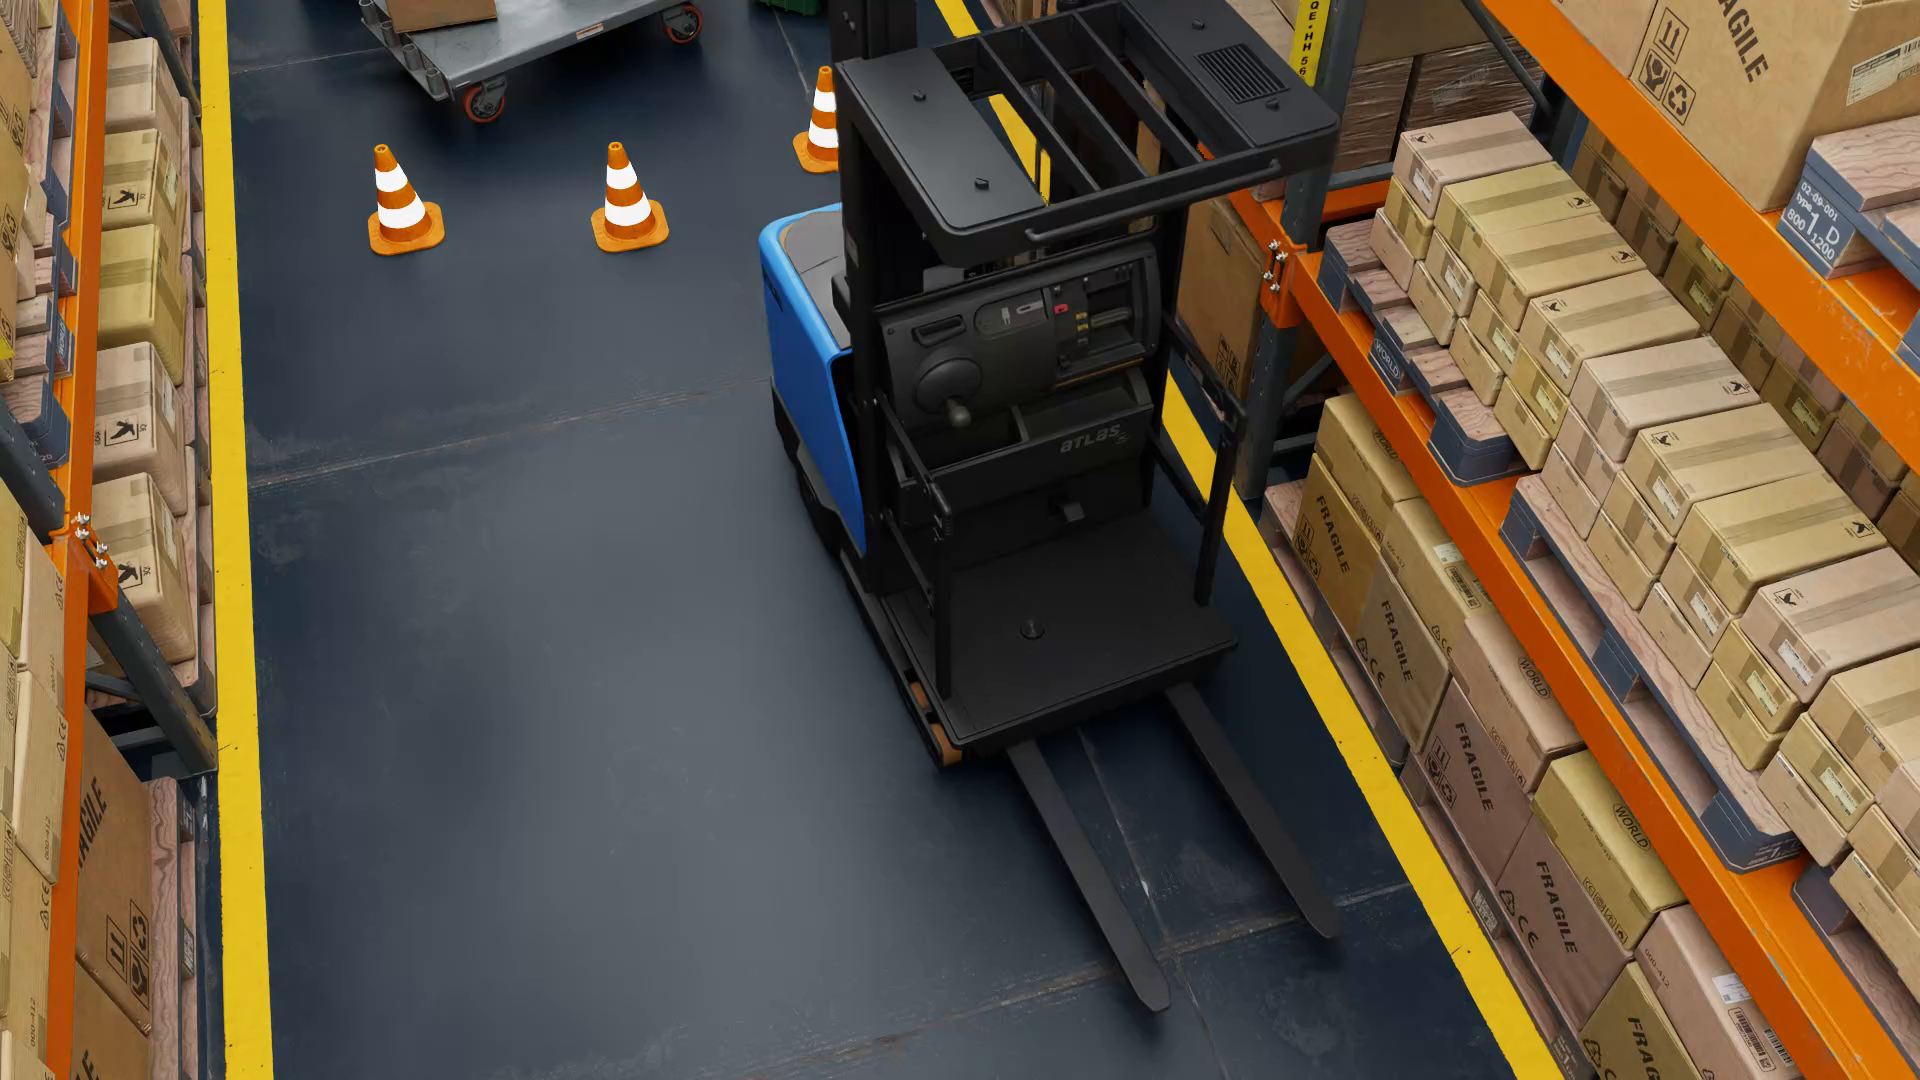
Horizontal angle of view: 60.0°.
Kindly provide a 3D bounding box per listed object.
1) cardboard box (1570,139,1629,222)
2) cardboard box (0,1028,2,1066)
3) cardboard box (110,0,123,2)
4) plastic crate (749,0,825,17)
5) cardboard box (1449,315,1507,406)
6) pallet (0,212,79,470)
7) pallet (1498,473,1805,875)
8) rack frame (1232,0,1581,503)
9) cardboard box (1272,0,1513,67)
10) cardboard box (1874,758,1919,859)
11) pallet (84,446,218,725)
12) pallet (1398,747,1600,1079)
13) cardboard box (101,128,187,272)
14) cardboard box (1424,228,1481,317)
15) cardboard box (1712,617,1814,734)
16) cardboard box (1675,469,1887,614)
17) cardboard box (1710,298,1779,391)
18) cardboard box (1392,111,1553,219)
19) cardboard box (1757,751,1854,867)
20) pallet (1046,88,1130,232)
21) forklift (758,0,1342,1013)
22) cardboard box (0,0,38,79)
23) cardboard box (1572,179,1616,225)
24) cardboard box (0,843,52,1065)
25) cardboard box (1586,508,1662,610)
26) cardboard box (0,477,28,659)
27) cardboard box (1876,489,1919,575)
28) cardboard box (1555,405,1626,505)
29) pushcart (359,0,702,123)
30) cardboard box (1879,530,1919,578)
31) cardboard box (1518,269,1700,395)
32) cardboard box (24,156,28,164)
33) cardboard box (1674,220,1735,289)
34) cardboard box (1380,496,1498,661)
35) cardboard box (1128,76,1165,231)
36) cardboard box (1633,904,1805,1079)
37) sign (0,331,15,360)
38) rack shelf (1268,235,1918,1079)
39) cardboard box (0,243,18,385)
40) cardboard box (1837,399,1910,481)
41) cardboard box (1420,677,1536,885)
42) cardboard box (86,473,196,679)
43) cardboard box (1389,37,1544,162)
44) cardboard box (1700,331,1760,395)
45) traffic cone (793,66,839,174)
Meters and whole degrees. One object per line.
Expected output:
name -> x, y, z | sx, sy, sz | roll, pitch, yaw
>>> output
cardboard box -> 2.176, -1.169, 5.258 | 0.380, 0.149, 0.250 | -12, 51, -10
cardboard box -> -2.238, 1.222, 3.318 | 0.500, 0.250, 0.500 | -15, 51, -12
cardboard box -> -4.203, -2.987, 8.130 | 0.500, 0.500, 0.500 | -11, 51, -9
plastic crate -> -0.891, -3.141, 9.027 | 0.450, 0.188, 0.662 | 16, 51, 0
cardboard box -> 1.694, -0.565, 4.944 | 0.380, 0.149, 0.250 | -11, 51, -9
pallet -> -3.416, -0.518, 5.140 | 1.213, 0.211, 1.003 | -13, 51, -11
pallet -> 2.220, 0.222, 4.516 | 1.003, 0.211, 1.213 | -13, 51, -11
rack frame -> 1.595, -1.276, 5.654 | 1.000, 3.000, 0.127 | -13, 51, -11
cardboard box -> 1.472, -1.961, 5.511 | 0.700, 0.500, 0.500 | -14, 51, -11
cardboard box -> 2.240, 0.573, 3.595 | 0.380, 0.149, 0.250 | -13, 51, -11
pallet -> -3.333, 0.244, 6.195 | 1.003, 0.211, 1.213 | -13, 51, -11
pallet -> 2.182, 1.083, 5.489 | 1.003, 0.211, 1.213 | -13, 51, -11
cardboard box -> -3.913, -1.386, 7.190 | 0.950, 0.372, 0.625 | -10, 51, -9
cardboard box -> 1.628, -0.830, 4.973 | 0.380, 0.149, 0.250 | -11, 51, -9
cardboard box -> 2.078, 0.287, 4.031 | 0.380, 0.149, 0.250 | -13, 51, -11
cardboard box -> 2.007, 0.002, 4.077 | 0.380, 0.149, 0.250 | -14, 51, -11
cardboard box -> 2.411, -0.600, 4.778 | 0.380, 0.149, 0.250 | -13, 51, -11
cardboard box -> 1.548, -1.138, 5.038 | 0.380, 0.149, 0.250 | -13, 51, -11
cardboard box -> 2.161, 0.588, 3.971 | 0.380, 0.149, 0.250 | -15, 52, -13
pallet -> 1.077, -1.860, 7.969 | 1.003, 0.211, 1.213 | -13, 51, -11
forklift -> 0.291, -0.530, 5.070 | 1.130, 2.935, 3.031 | -18, 52, -15
cardboard box -> -3.480, -1.860, 5.611 | 0.500, 0.500, 0.500 | -15, 52, -12
cardboard box -> 2.180, -1.074, 5.373 | 0.380, 0.149, 0.250 | -13, 51, -10
cardboard box -> -2.406, 1.017, 3.819 | 0.500, 0.250, 0.500 | -14, 51, -11
cardboard box -> 1.929, 0.010, 4.459 | 0.380, 0.149, 0.250 | -13, 51, -10
cardboard box -> -2.718, 0.100, 4.264 | 0.500, 0.250, 0.500 | -13, 51, -11
cardboard box -> 2.636, -0.039, 4.305 | 0.380, 0.149, 0.250 | -14, 51, -12
cardboard box -> 1.858, -0.270, 4.500 | 0.380, 0.149, 0.250 | -13, 51, -11
pushcart -> -2.123, -2.712, 8.579 | 1.648, 0.377, 0.936 | -30, 56, -23
cardboard box -> 2.638, 0.062, 4.415 | 0.380, 0.149, 0.250 | -15, 52, -13
cardboard box -> 1.775, -0.572, 4.560 | 0.380, 0.149, 0.250 | -15, 52, -12
cardboard box -> -3.318, -1.205, 5.484 | 0.380, 0.149, 0.250 | -11, 51, -9
cardboard box -> 2.328, -0.893, 4.831 | 0.380, 0.149, 0.250 | -12, 51, -10
cardboard box -> 1.718, 0.081, 5.379 | 0.500, 0.250, 0.500 | -14, 51, -11
cardboard box -> 1.239, -1.789, 7.283 | 1.050, 0.750, 0.750 | -13, 51, -10
cardboard box -> 2.177, 1.209, 4.429 | 0.500, 0.250, 0.500 | -11, 51, -9
sign -> -2.574, -0.584, 4.313 | 0.100, 0.325, 0.005 | -13, 51, -11
rack shelf -> 2.187, 0.416, 4.697 | 1.077, 0.370, 4.000 | -13, 51, -11
cardboard box -> -3.016, -0.728, 4.657 | 0.500, 0.500, 0.500 | -15, 51, -12
cardboard box -> 2.558, -0.323, 4.351 | 0.380, 0.149, 0.250 | -11, 51, -9
cardboard box -> 1.869, 0.709, 5.341 | 0.500, 0.500, 0.500 | -14, 51, -12
cardboard box -> -3.261, 0.213, 5.842 | 0.950, 0.372, 0.625 | -16, 52, -13
cardboard box -> 1.720, -1.697, 5.943 | 0.500, 0.500, 0.500 | -13, 51, -11
cardboard box -> 2.399, -0.522, 4.907 | 0.380, 0.149, 0.250 | -14, 51, -11
traffic cone -> -0.634, -2.059, 7.973 | 0.336, 0.463, 0.334 | -13, 51, -11
